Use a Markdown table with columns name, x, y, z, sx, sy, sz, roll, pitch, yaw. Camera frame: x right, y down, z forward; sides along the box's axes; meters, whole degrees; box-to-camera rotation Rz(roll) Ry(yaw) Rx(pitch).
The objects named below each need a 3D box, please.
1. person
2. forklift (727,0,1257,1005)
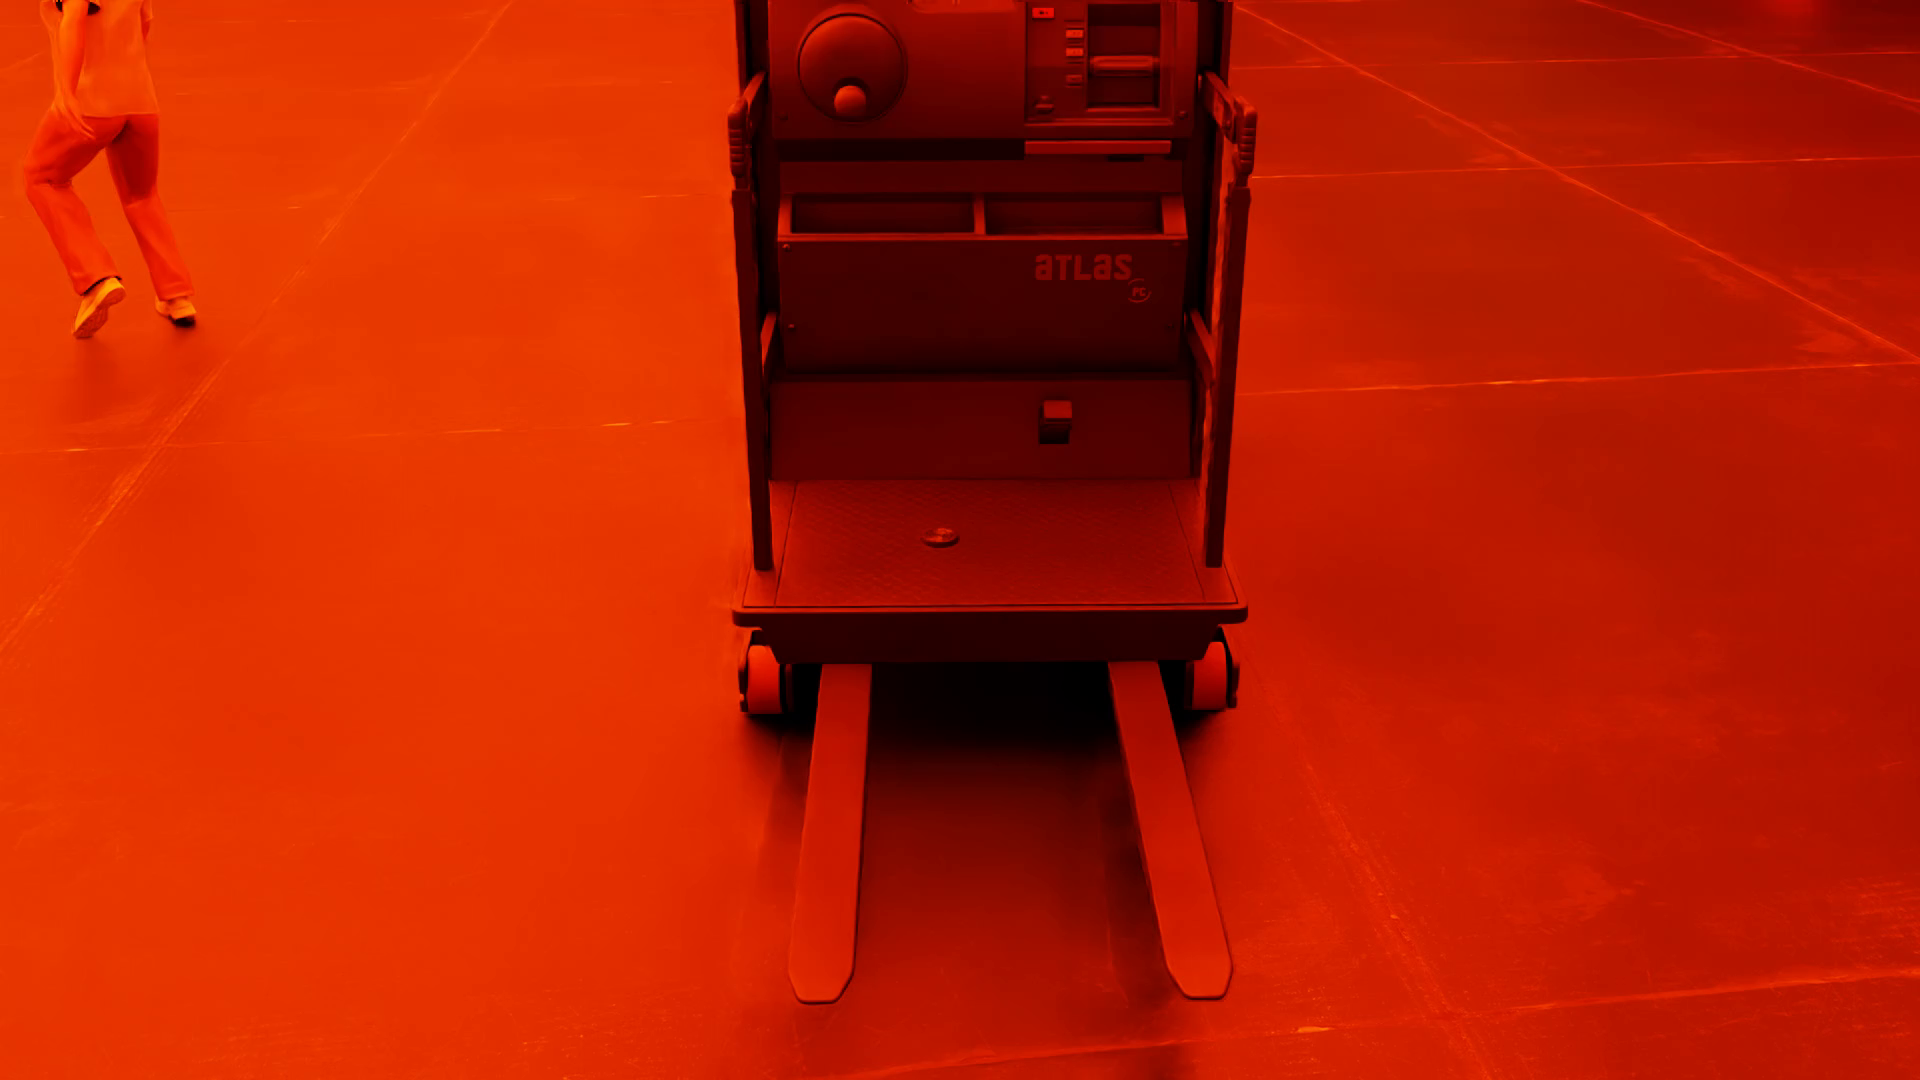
| name | x | y | z | sx | sy | sz | roll | pitch | yaw |
| --- | --- | --- | --- | --- | --- | --- | --- | --- | --- |
| person | -3.081 | -1.539 | 5.982 | 0.663 | 1.618 | 0.632 | 14 | 29 | 26 |
| forklift | 0.056 | -1.058 | 3.425 | 1.130 | 2.935 | 3.031 | 0 | 26 | -1 |
